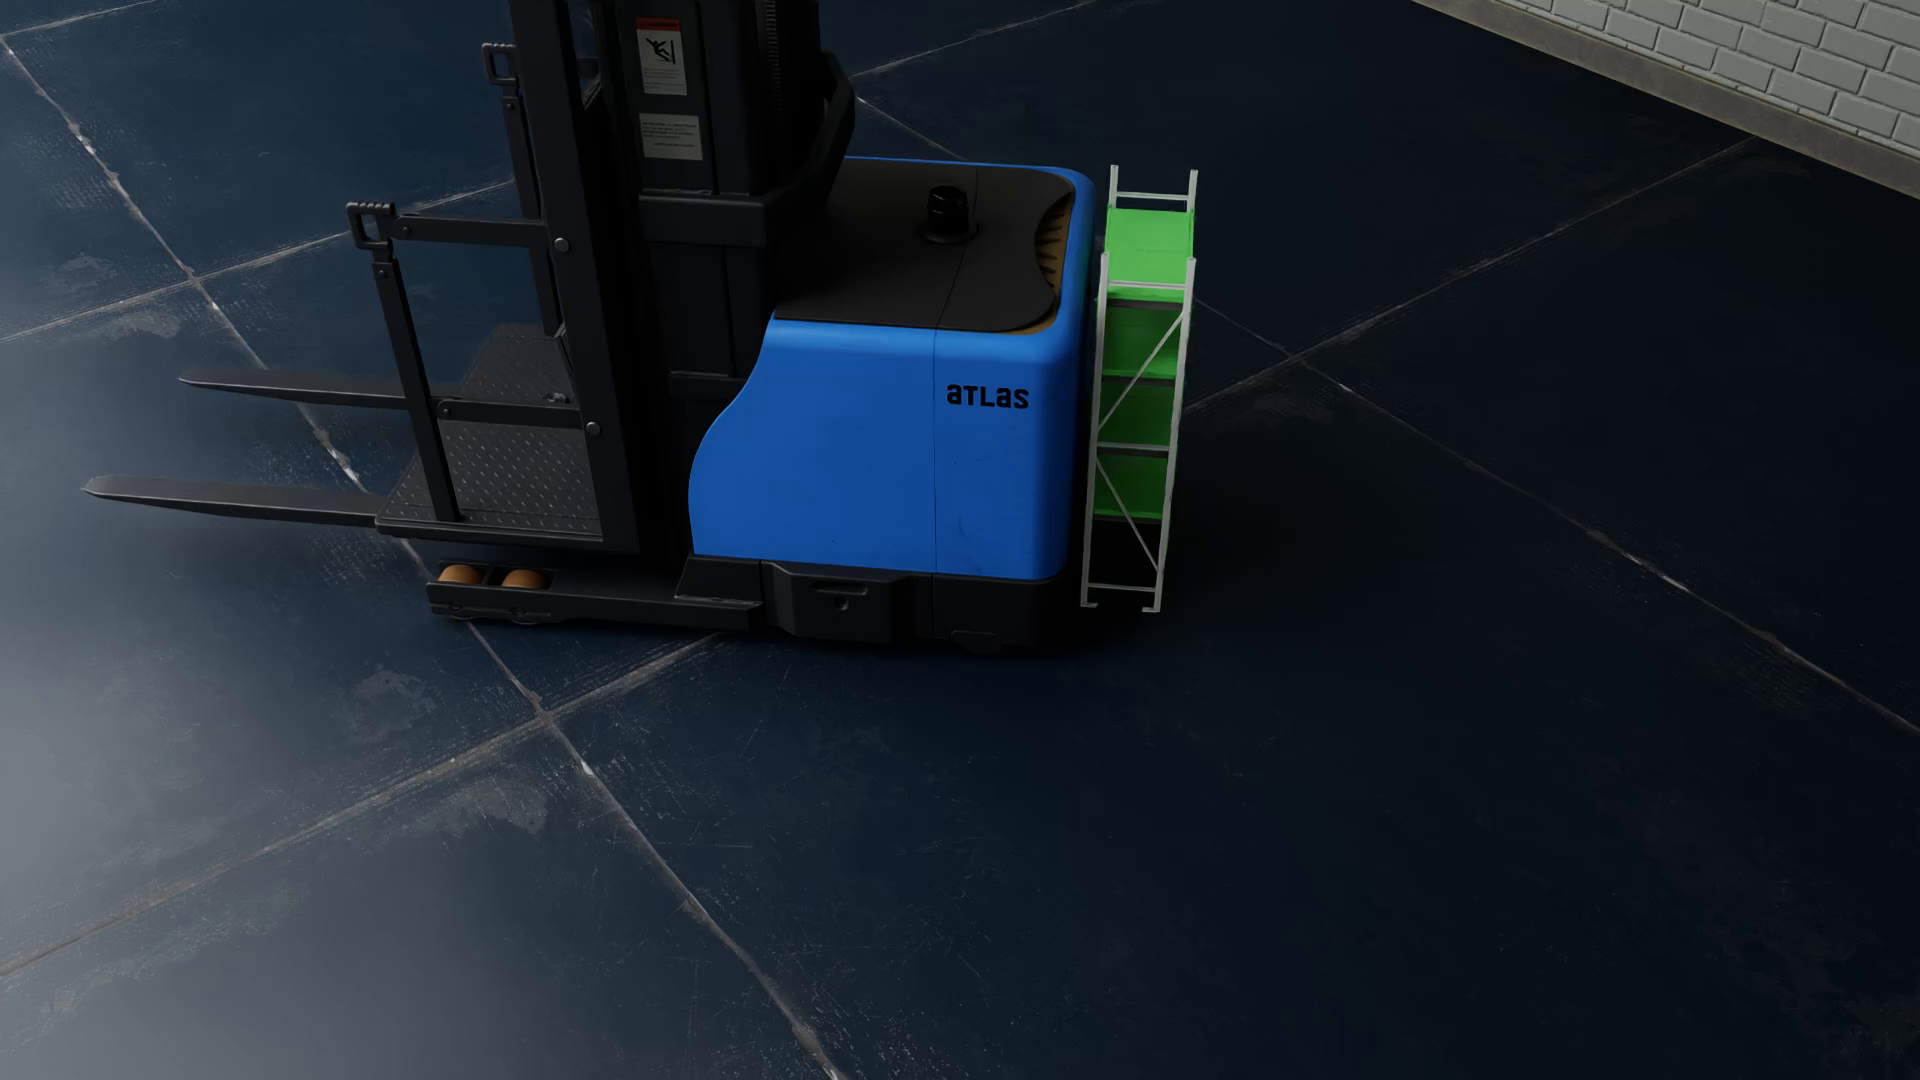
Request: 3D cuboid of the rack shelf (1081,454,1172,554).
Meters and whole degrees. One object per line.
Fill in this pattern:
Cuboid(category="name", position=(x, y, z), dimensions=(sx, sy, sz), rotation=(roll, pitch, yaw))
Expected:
Cuboid(category="rack shelf", position=(0.510, -0.177, 4.999), dimensions=(0.258, 0.148, 0.480), rotation=(4, 40, 5))

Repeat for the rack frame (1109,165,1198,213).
Cuboid(category="rack frame", position=(0.539, -0.566, 4.993), dimensions=(0.240, 1.200, 0.015), rotation=(4, 40, 5))

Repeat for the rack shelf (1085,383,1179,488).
Cuboid(category="rack shelf", position=(0.510, -0.363, 4.847), dimensions=(0.258, 0.148, 0.480), rotation=(4, 40, 5))

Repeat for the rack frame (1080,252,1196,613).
Cuboid(category="rack frame", position=(0.481, -0.258, 4.619), dimensions=(0.240, 1.200, 0.015), rotation=(4, 40, 5))

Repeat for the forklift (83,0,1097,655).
Cuboid(category="forklift", position=(-1.141, -1.208, 4.412), dimensions=(3.031, 2.935, 1.130), rotation=(4, 40, 5))

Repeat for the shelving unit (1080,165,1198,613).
Cuboid(category="shelving unit", position=(0.510, -0.412, 4.806), dimensions=(0.258, 1.200, 0.503), rotation=(4, 40, 5))

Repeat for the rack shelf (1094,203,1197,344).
Cuboid(category="rack shelf", position=(0.510, -0.734, 4.542), dimensions=(0.258, 0.148, 0.480), rotation=(4, 40, 5))

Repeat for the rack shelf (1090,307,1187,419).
Cuboid(category="rack shelf", position=(0.510, -0.548, 4.694), dimensions=(0.258, 0.148, 0.480), rotation=(4, 40, 5))
